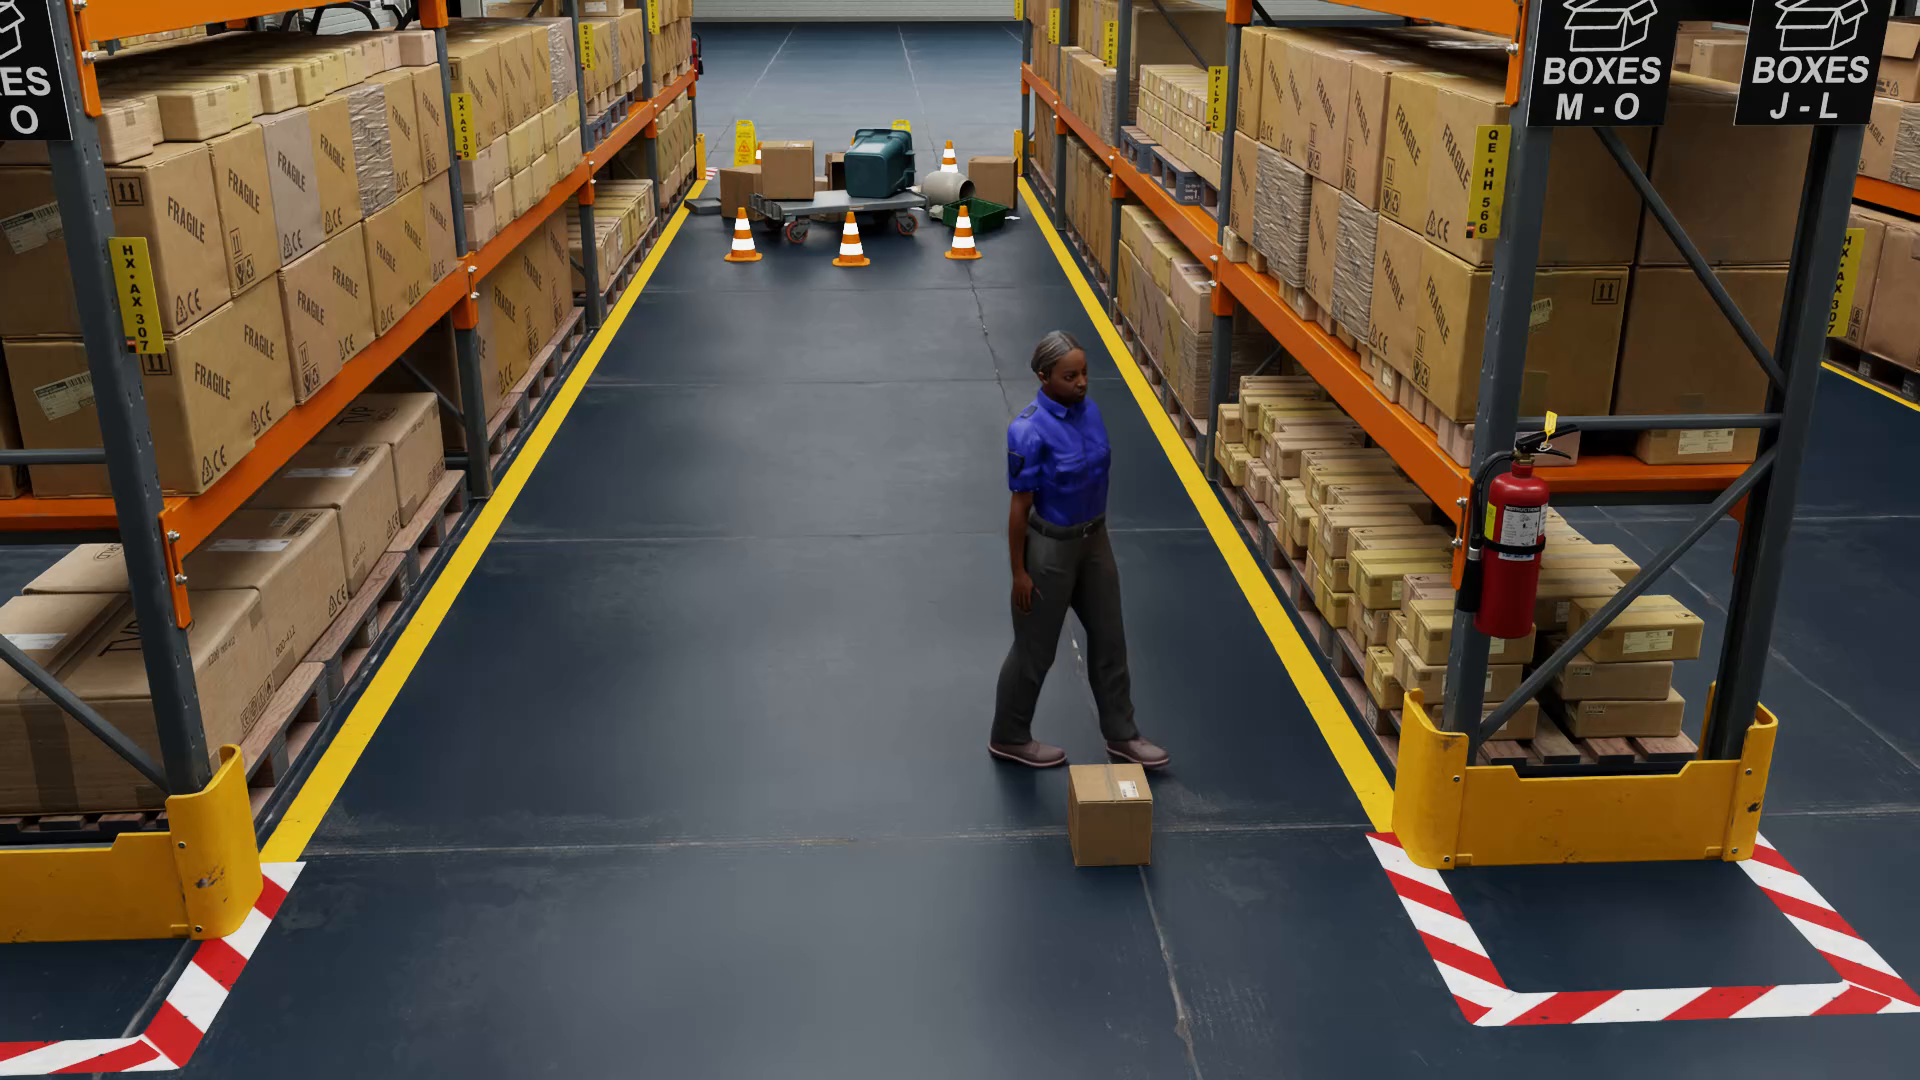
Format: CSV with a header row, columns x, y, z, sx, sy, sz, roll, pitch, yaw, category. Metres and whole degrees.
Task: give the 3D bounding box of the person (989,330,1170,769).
x,y,z,sx,sy,sz,roll,pitch,yaw,category
0.428,0.074,5.885,0.624,1.656,0.469,17,27,39,person
